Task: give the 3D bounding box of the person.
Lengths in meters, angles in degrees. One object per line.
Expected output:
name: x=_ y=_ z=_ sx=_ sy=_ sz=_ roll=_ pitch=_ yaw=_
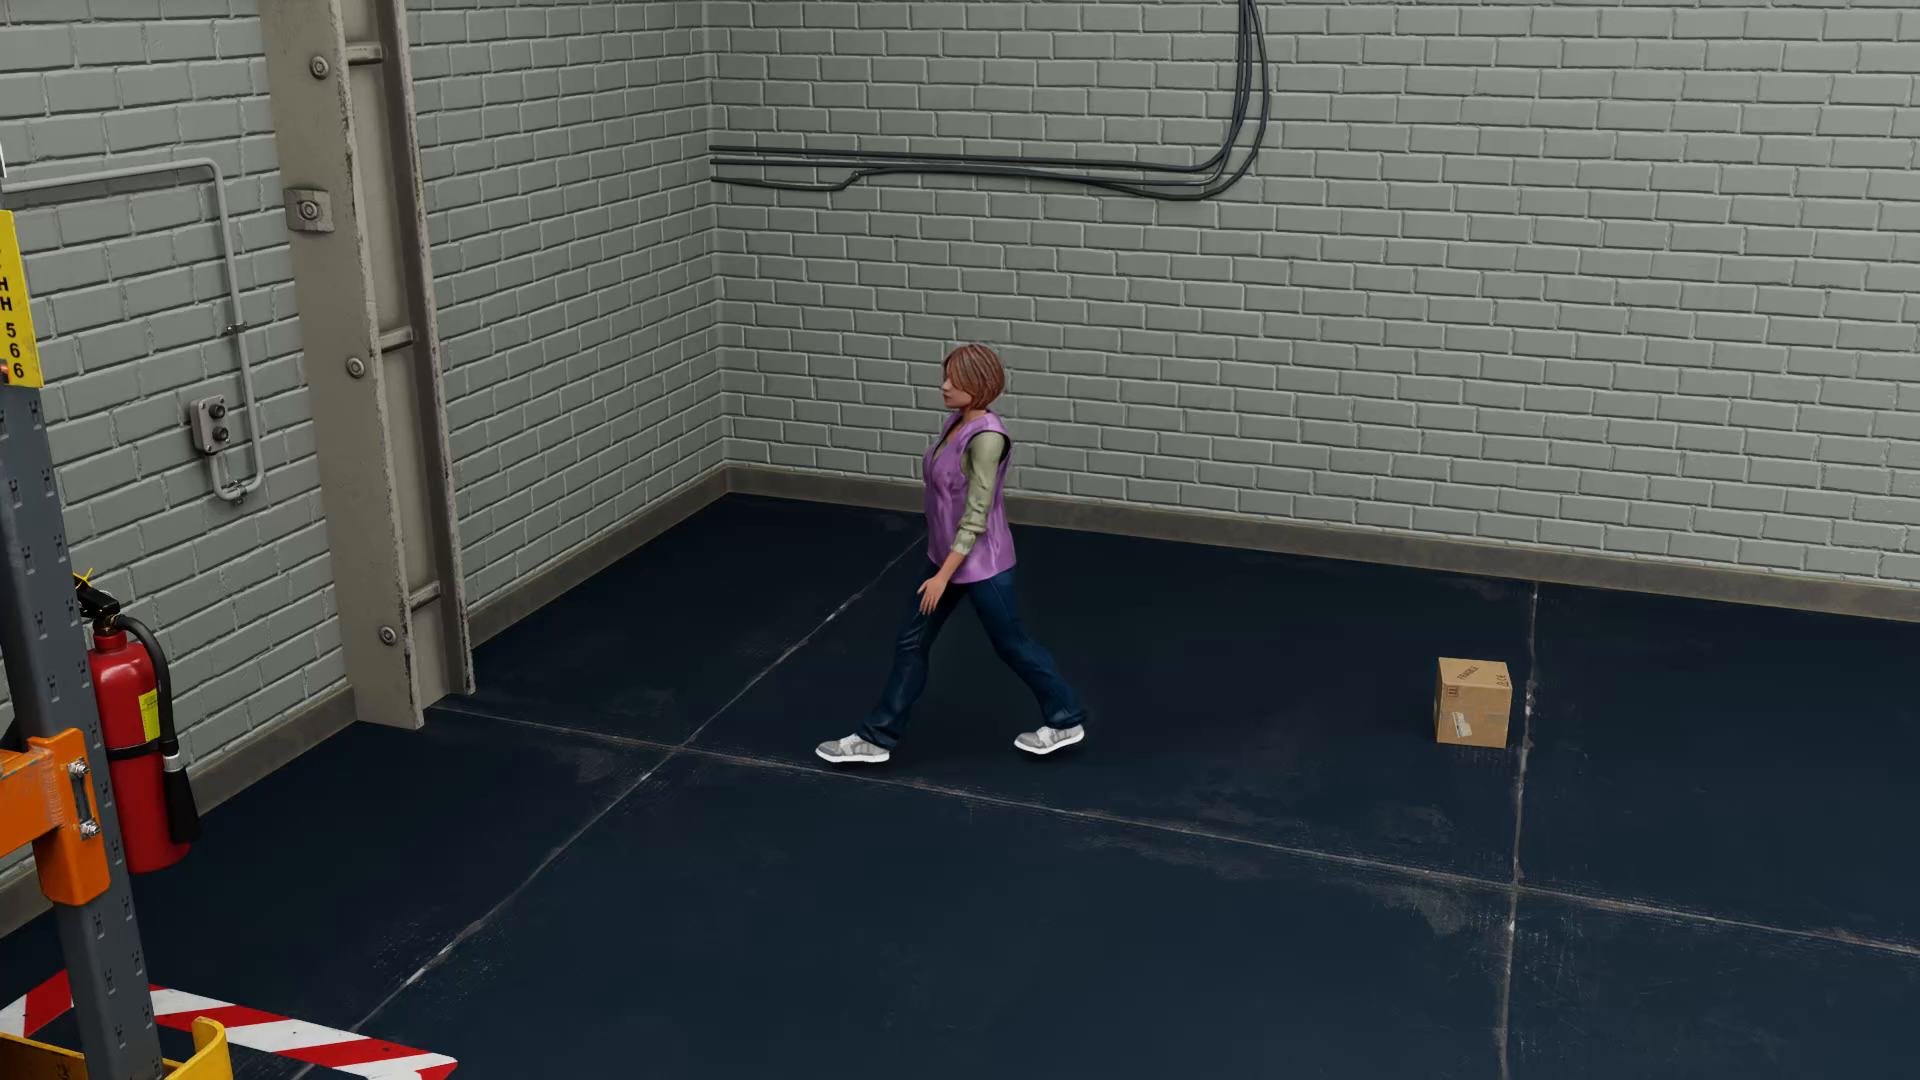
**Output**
person: x=-0.013 y=0.073 z=5.832 sx=0.984 sy=1.527 sz=0.449 roll=-7 pitch=20 yaw=-21
